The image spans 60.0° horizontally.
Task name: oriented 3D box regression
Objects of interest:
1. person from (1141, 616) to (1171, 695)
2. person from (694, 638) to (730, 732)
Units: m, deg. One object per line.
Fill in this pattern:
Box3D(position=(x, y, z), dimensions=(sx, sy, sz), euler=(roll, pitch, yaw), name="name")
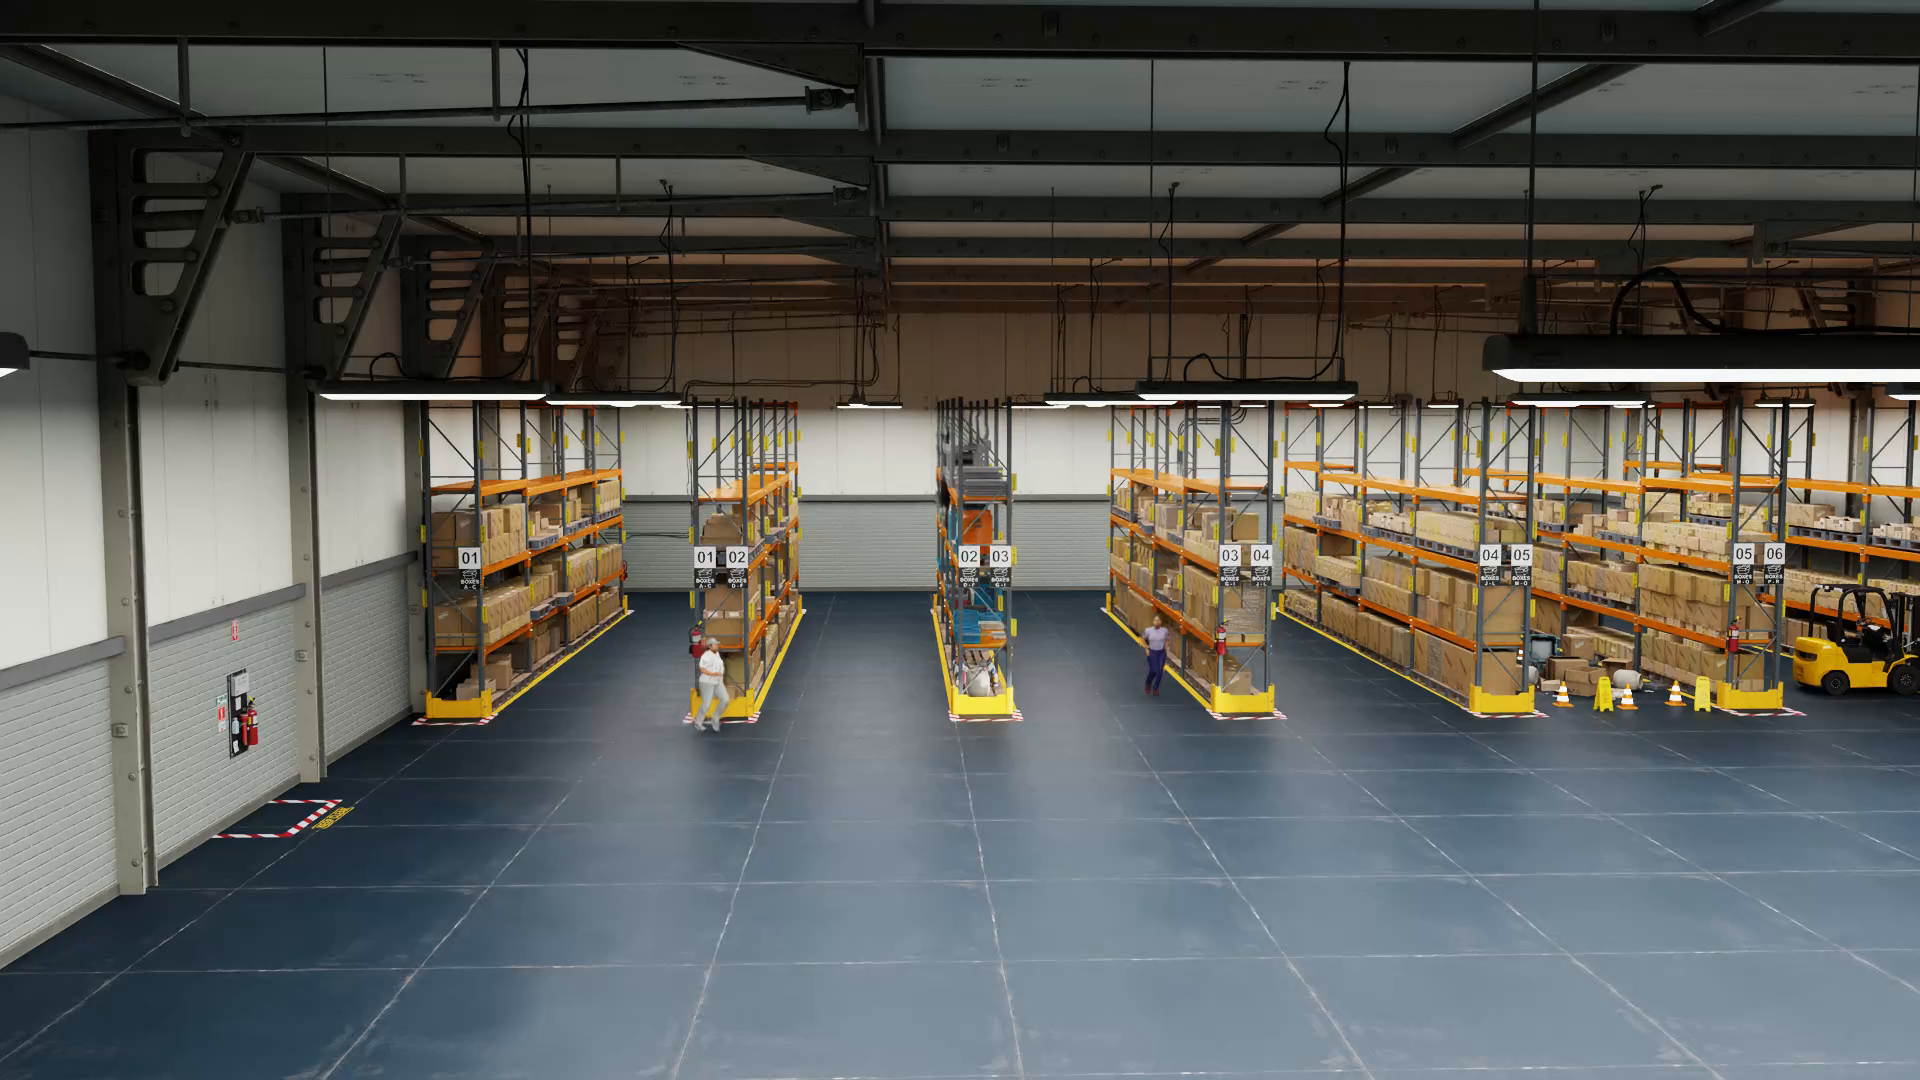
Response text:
Box3D(position=(3.976, 2.327, 33.473), dimensions=(0.586, 1.612, 0.592), euler=(0, 4, -5), name="person")
Box3D(position=(-4.438, 2.605, 29.835), dimensions=(0.631, 1.692, 0.615), euler=(3, 5, 33), name="person")
